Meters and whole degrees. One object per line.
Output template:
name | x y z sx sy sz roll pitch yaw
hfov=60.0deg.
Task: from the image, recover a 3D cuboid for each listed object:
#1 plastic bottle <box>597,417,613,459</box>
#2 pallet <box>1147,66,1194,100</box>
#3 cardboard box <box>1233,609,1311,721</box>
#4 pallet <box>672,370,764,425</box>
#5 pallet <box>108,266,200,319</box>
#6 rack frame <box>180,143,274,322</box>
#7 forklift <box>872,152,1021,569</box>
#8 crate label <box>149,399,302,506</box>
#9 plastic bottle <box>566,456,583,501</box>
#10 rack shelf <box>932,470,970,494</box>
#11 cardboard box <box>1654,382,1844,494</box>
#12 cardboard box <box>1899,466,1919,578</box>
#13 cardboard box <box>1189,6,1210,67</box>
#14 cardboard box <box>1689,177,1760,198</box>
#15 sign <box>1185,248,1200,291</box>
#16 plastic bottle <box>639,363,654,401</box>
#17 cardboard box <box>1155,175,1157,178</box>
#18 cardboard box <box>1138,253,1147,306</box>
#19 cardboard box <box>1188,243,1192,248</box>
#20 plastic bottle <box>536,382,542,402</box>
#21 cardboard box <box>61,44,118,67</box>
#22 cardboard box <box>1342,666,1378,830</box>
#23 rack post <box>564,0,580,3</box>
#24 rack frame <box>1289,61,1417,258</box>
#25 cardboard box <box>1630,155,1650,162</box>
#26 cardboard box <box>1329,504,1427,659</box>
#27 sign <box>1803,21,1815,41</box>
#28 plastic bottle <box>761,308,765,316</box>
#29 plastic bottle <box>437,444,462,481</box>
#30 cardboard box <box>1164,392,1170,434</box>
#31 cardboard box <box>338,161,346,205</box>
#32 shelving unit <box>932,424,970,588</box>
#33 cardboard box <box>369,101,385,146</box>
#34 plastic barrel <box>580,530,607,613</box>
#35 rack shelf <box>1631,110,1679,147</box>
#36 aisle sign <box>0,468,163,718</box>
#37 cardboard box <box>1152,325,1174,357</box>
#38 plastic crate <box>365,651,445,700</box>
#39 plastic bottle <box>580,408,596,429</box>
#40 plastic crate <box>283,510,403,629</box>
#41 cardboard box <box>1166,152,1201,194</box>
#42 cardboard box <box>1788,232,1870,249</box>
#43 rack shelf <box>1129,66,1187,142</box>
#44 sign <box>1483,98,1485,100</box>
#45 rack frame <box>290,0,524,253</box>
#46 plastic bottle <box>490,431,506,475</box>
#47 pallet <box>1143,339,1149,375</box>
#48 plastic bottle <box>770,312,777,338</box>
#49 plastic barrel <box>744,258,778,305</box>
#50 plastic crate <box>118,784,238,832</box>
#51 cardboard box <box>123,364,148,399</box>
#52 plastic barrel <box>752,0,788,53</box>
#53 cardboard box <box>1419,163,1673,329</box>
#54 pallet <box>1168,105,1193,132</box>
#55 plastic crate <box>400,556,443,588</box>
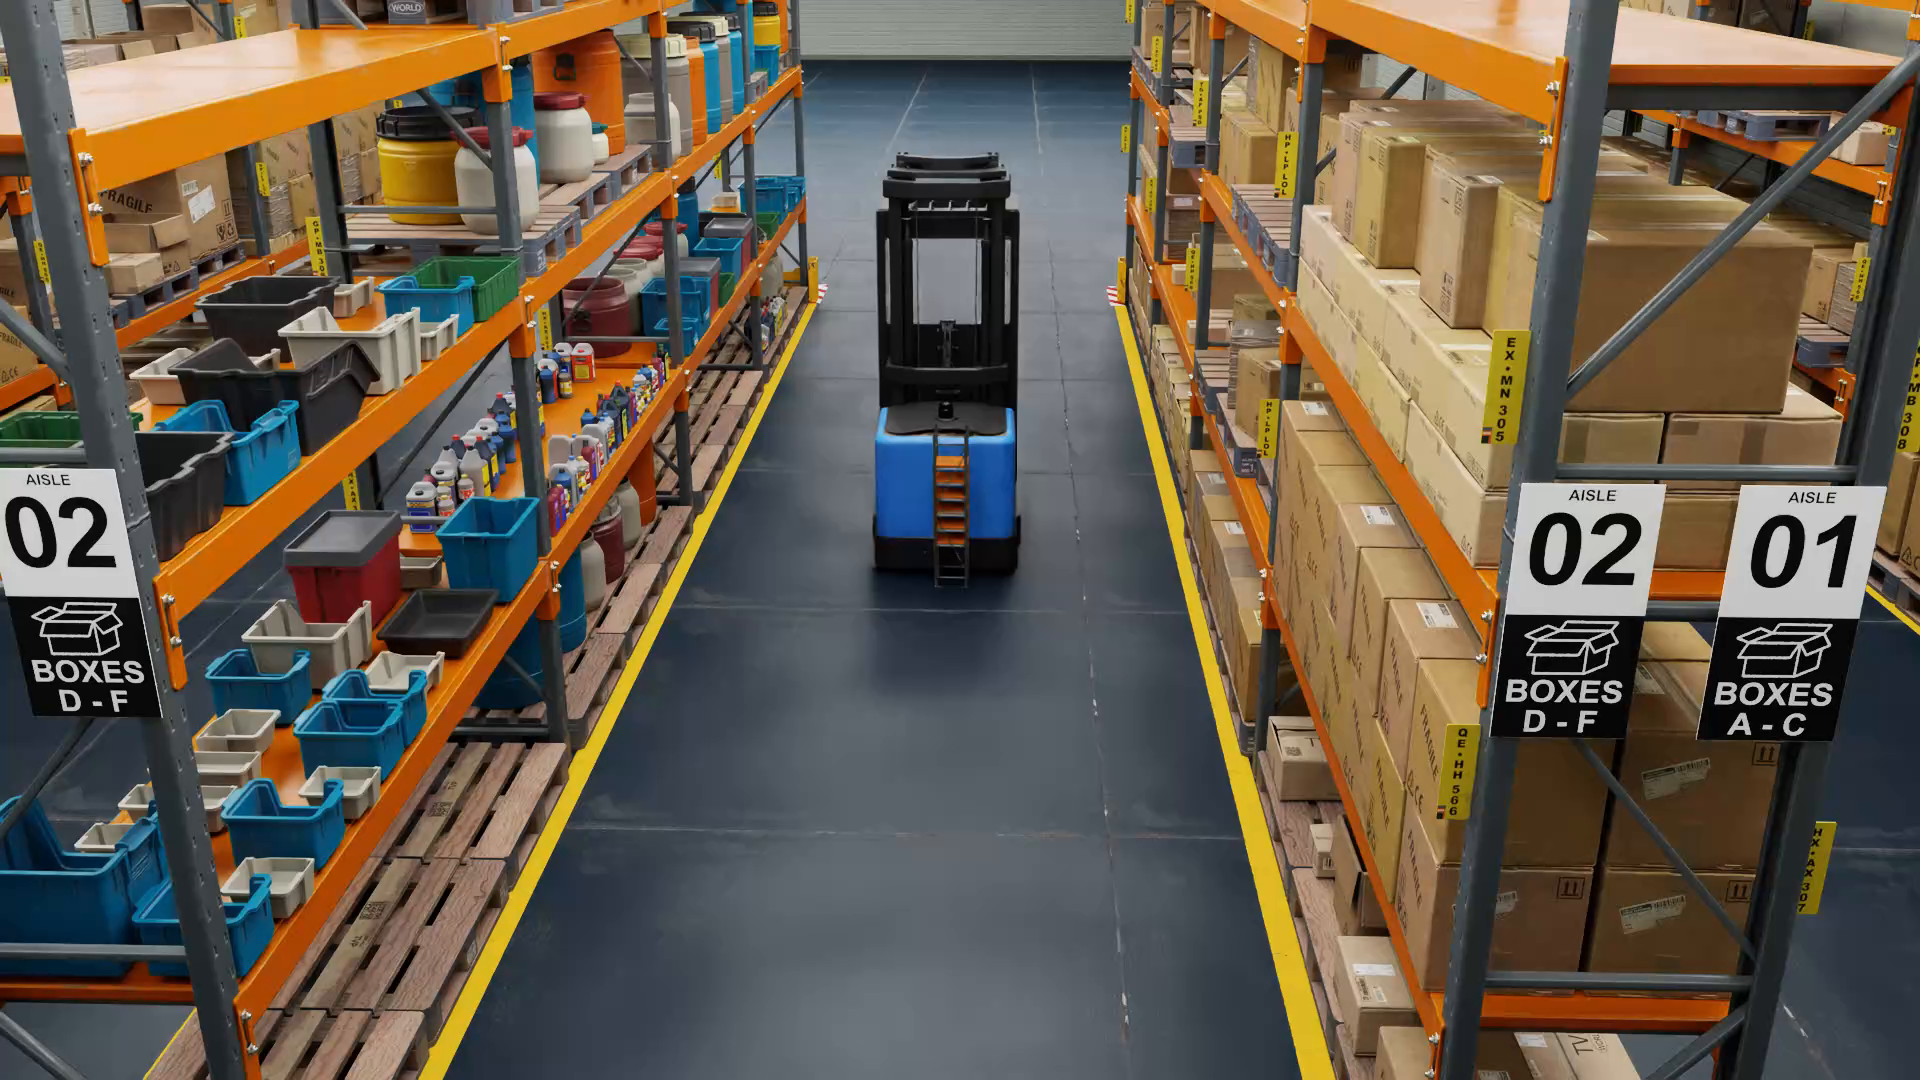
plastic bottle | -2.307 -0.662 10.766 0.097 0.271 0.097 0 21 0
pallet | 2.426 -4.601 16.716 1.003 0.211 1.213 1 21 2
cardboard box | 1.911 0.736 9.833 0.500 0.500 0.500 1 21 1
pallet | -2.510 -1.407 16.362 1.003 0.211 1.213 1 21 2
pallet | -7.578 -2.226 14.884 1.003 0.211 1.213 1 21 2
rack frame | -7.475 -3.045 16.731 1.000 3.000 0.127 1 21 2
forklift | -0.089 -1.637 13.197 1.130 2.935 3.031 0 21 1
crate label | -2.539 -0.311 5.743 0.408 0.251 0.502 1 21 2
plastic bottle | -2.331 -0.376 10.028 0.097 0.271 0.097 0 21 0
rack shelf | -0.063 -0.414 11.883 0.258 0.103 0.180 1 25 3
cardboard box | 2.337 -0.341 5.130 0.500 0.250 0.500 1 21 2
cardboard box | 7.070 -0.048 11.398 0.750 0.750 0.750 1 21 1
cardboard box | 2.368 -4.586 15.146 0.500 0.500 0.500 1 21 2
cardboard box | 7.601 -3.339 16.630 0.500 0.500 0.500 0 21 0
sign | 1.750 -2.034 12.523 0.100 0.325 0.005 1 21 2
plastic bottle | -2.267 -1.138 11.994 0.097 0.271 0.097 0 21 0
cardboard box | 2.253 -3.753 17.519 0.380 0.149 0.250 1 21 1
cardboard box | 2.261 -2.911 18.569 0.500 0.500 0.500 1 21 2
cardboard box | 2.455 -2.687 16.014 0.500 0.250 0.500 2 21 5
plastic bottle | -3.032 -1.042 11.842 0.097 0.201 0.097 0 21 0
cardboard box | -7.298 -3.810 13.725 0.500 0.500 0.500 0 21 0
cardboard box | 1.836 0.824 6.620 0.500 0.500 0.500 1 21 2
rack post | -2.834 -3.395 10.031 0.937 0.300 0.954 3 21 7
rack frame | 2.183 -2.839 7.907 1.000 3.000 0.127 1 21 2
cardboard box | 7.134 -3.896 18.066 0.500 0.500 0.500 1 21 3
cardboard box | 1.841 0.171 6.921 0.500 0.500 0.500 1 21 3
sign | 7.933 -4.700 15.590 0.100 0.325 0.005 1 21 2
plastic bottle | -2.216 -2.428 18.297 0.152 0.276 0.135 1 21 2
plastic bottle | -3.067 -0.411 10.011 0.144 0.351 0.185 1 21 2
cardboard box | 2.120 -1.150 15.066 0.500 0.250 0.500 1 21 3
cardboard box | -7.378 -3.935 18.475 0.875 0.500 0.500 1 21 2
shelving unit | -0.062 -0.236 11.965 0.258 1.200 0.189 1 25 3
cardboard box | -7.123 -4.942 19.686 0.500 0.500 0.500 1 21 2
plastic barrel | -2.606 0.210 11.200 0.421 0.512 0.421 0 21 0
rack shelf | 7.439 -4.668 17.761 1.077 0.370 4.000 1 21 2
aisle sign | -2.595 0.165 4.863 0.394 0.787 0.004 1 21 2
cardboard box | 2.165 -1.964 16.389 0.500 0.311 0.500 1 21 2
plastic crate | -2.521 0.629 7.542 0.293 0.136 0.466 1 21 2
plastic bottle | -2.445 -0.734 10.951 0.097 0.271 0.097 0 21 0
plastic crate | -3.046 0.164 8.289 0.402 0.464 0.583 1 21 2
cardboard box | 2.433 -3.747 16.608 0.700 0.500 0.500 1 21 2
cardboard box | 7.276 -2.308 14.085 0.700 0.500 0.500 1 21 2
rack shelf | 2.487 -4.721 17.898 1.077 0.370 4.000 1 21 2
sign | 8.758 -7.344 27.759 0.001 0.329 0.234 1 21 2
rack frame | -2.768 -2.895 8.051 1.000 3.000 0.127 1 21 2
plastic bottle | -2.923 -0.553 10.485 0.097 0.271 0.097 0 21 0
pallet | 2.492 -1.922 17.691 1.003 0.211 1.213 1 21 2
plastic bottle | -2.033 -2.344 18.071 0.061 0.283 0.133 2 21 4
plastic barrel | -2.362 -3.053 19.610 0.421 0.512 0.421 0 21 0
plastic crate | -3.023 1.041 6.480 0.396 0.136 0.243 1 21 2
cardboard box | -7.582 -1.287 15.047 0.700 0.500 0.500 2 21 6
plastic barrel | -2.291 -6.055 19.165 0.600 0.830 0.708 1 21 2
cardboard box | 2.068 -1.055 5.935 0.700 0.500 0.500 1 21 2
pallet | 2.267 -3.450 13.888 1.003 0.211 1.213 2 21 4
plastic crate | -2.925 0.163 8.743 0.396 0.136 0.243 1 21 2
